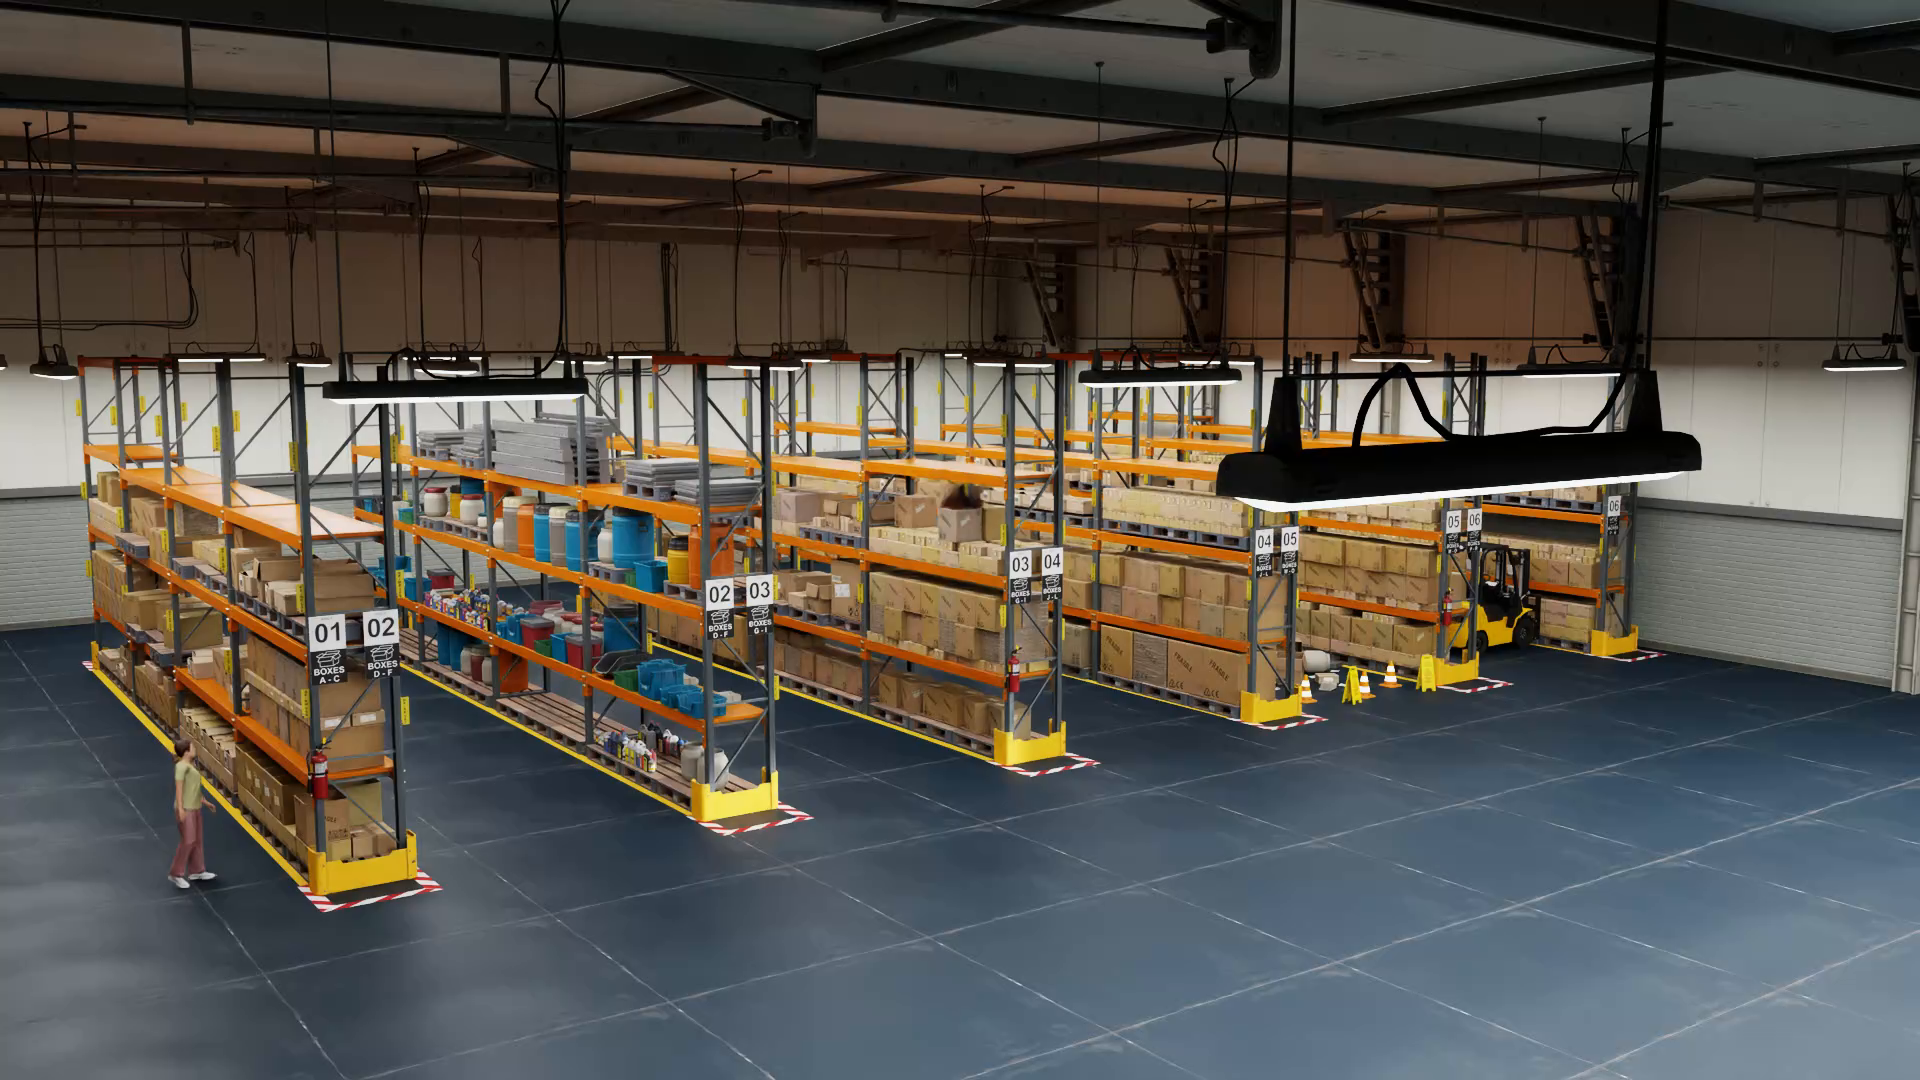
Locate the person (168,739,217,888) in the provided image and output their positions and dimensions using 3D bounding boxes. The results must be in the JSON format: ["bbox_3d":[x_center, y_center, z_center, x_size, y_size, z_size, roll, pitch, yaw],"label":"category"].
[{"bbox_3d":[-8.964,3.165,19.351,0.436,1.625,0.623,0,7,-3],"label":"person"}]
